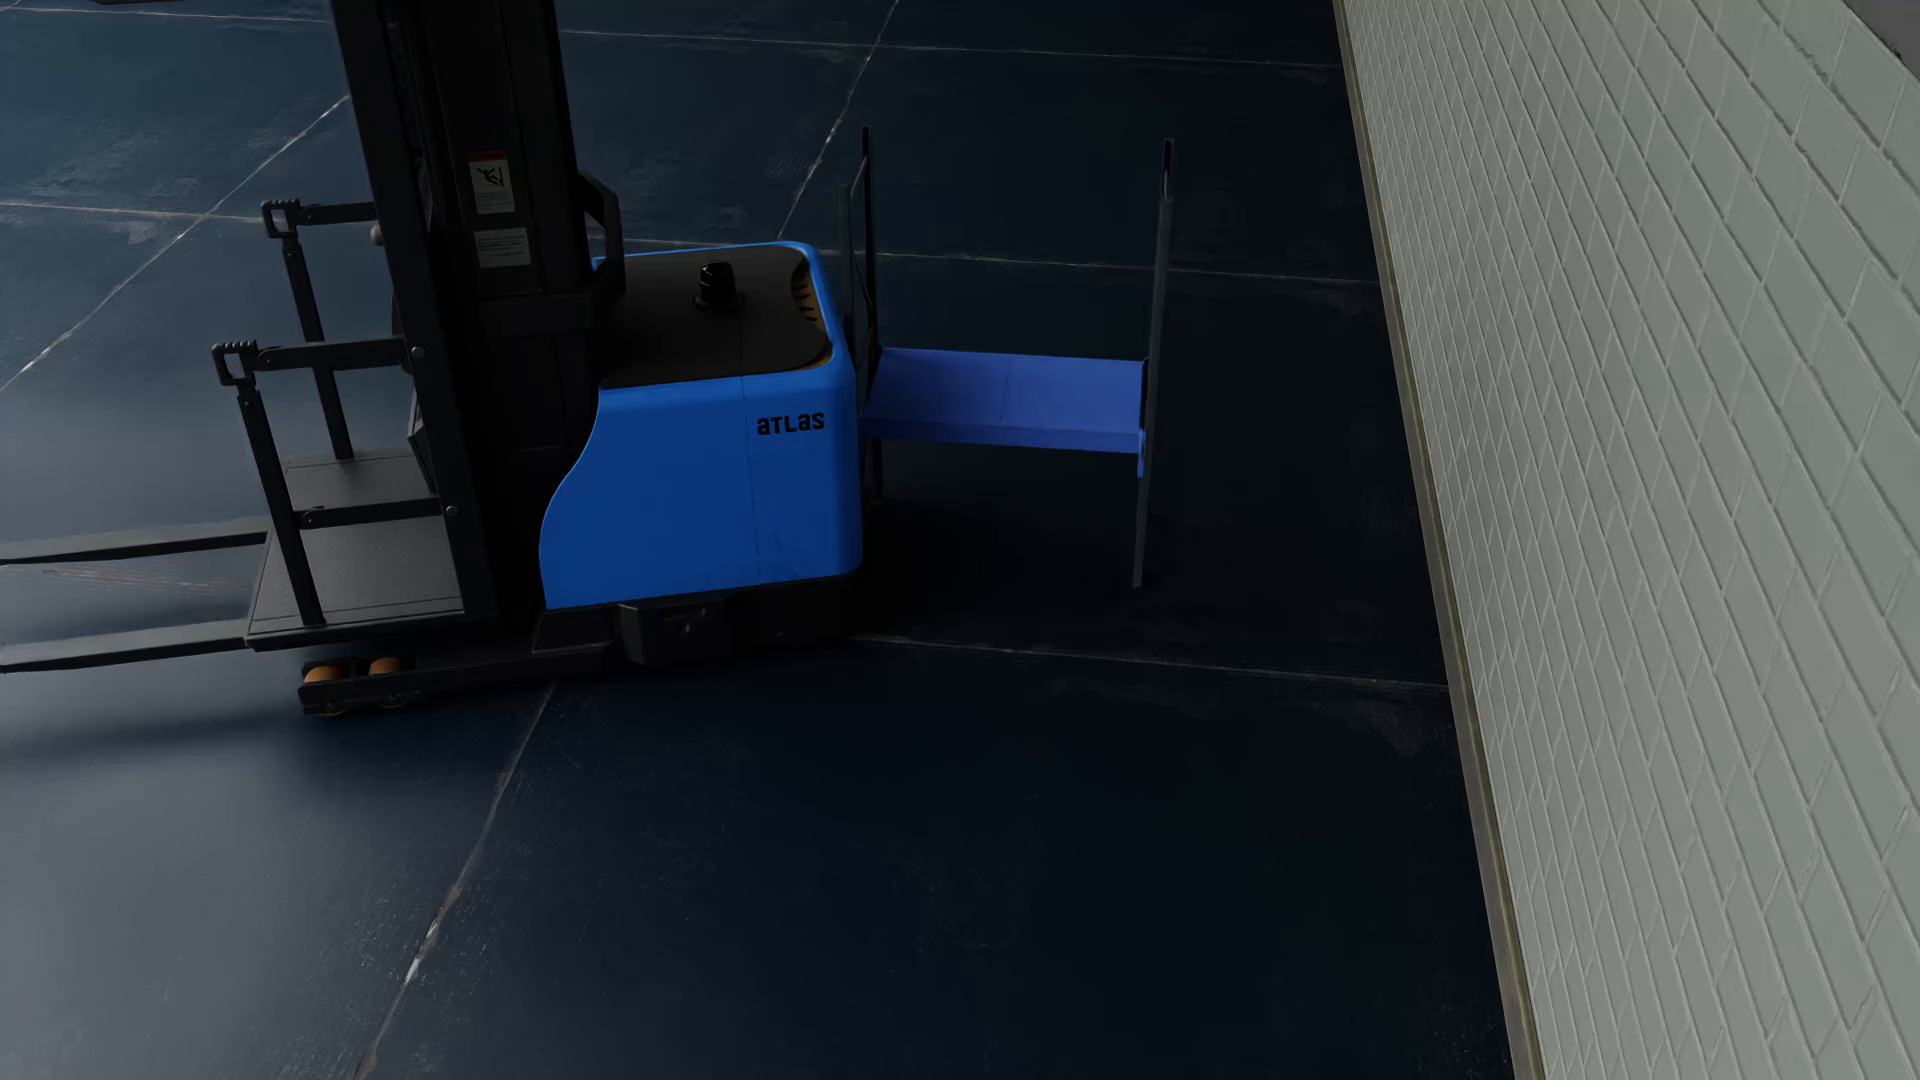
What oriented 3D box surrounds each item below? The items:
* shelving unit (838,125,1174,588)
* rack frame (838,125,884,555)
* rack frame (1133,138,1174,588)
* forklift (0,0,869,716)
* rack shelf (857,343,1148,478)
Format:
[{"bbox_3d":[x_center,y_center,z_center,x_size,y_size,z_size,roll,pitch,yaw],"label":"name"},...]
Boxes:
[{"bbox_3d":[0.163,-0.617,5.824,1.048,1.500,0.538,4,36,5],"label":"shelving unit"},{"bbox_3d":[-0.342,-0.650,5.870,0.032,1.500,0.500,4,36,5],"label":"rack frame"},{"bbox_3d":[0.668,-0.584,5.777,0.032,1.500,0.500,4,36,5],"label":"rack frame"},{"bbox_3d":[-1.884,-0.952,5.061,3.031,2.935,1.130,-7,36,-9],"label":"forklift"},{"bbox_3d":[0.163,-0.471,5.928,1.000,0.185,0.538,4,36,5],"label":"rack shelf"}]
